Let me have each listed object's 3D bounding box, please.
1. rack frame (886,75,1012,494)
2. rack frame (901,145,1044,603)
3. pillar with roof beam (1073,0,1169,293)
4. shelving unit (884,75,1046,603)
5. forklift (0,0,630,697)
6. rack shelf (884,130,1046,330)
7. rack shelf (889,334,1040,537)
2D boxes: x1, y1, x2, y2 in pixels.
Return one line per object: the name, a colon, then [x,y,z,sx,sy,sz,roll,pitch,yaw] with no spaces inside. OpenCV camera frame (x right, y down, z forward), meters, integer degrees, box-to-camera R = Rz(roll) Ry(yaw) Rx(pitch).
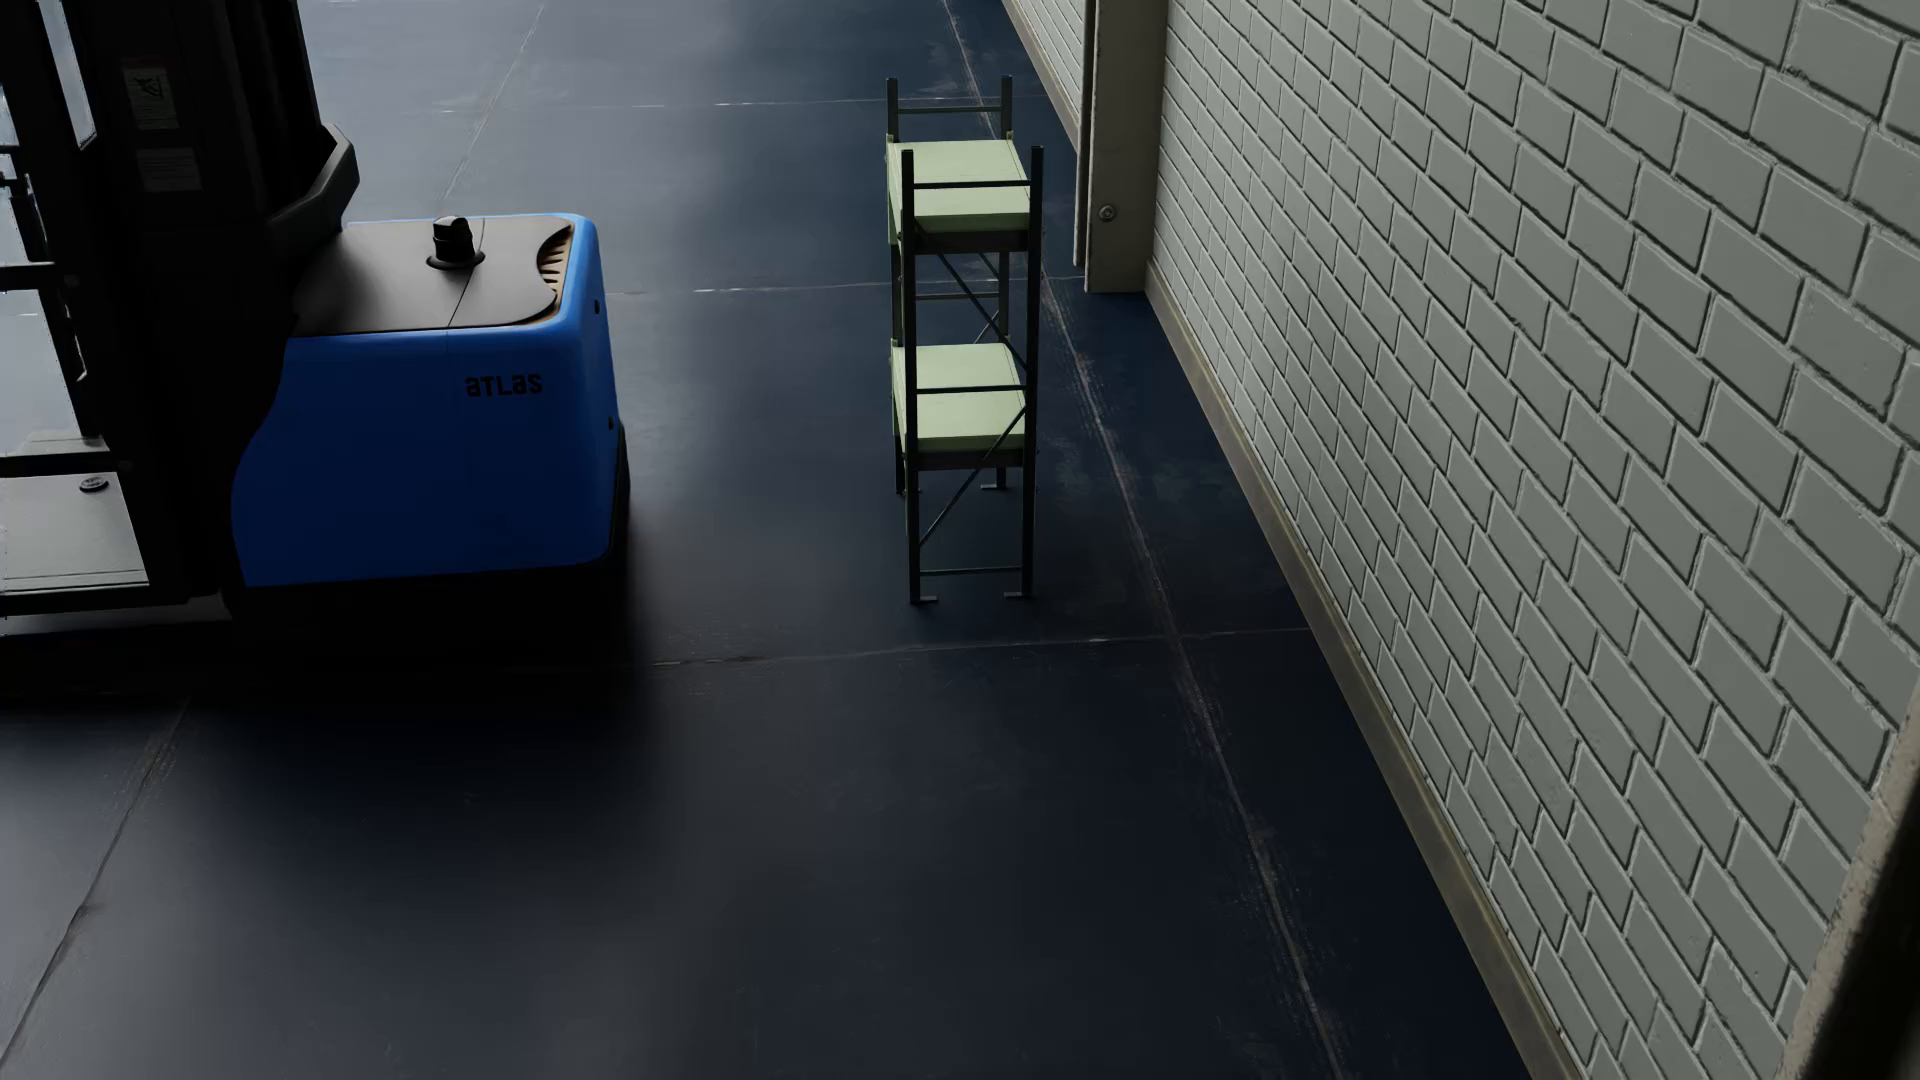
rack frame: [-0.034,-0.827,5.673,0.400,1.500,0.023,-3,31,-5]
rack frame: [0.035,-0.454,5.047,0.400,1.500,0.023,-3,31,-5]
pillar with roof beam: [-3.570,-4.902,5.181,9.100,9.000,0.400,-3,31,-5]
shelving unit: [0.001,-0.640,5.360,0.431,1.500,0.755,-3,31,-5]
forklift: [-2.624,-1.079,4.698,3.031,2.935,1.130,-4,31,-7]
rack shelf: [0.001,-0.976,5.160,0.431,0.370,0.720,-3,31,-5]
rack shelf: [0.001,-0.361,5.527,0.431,0.370,0.720,-3,31,-5]
